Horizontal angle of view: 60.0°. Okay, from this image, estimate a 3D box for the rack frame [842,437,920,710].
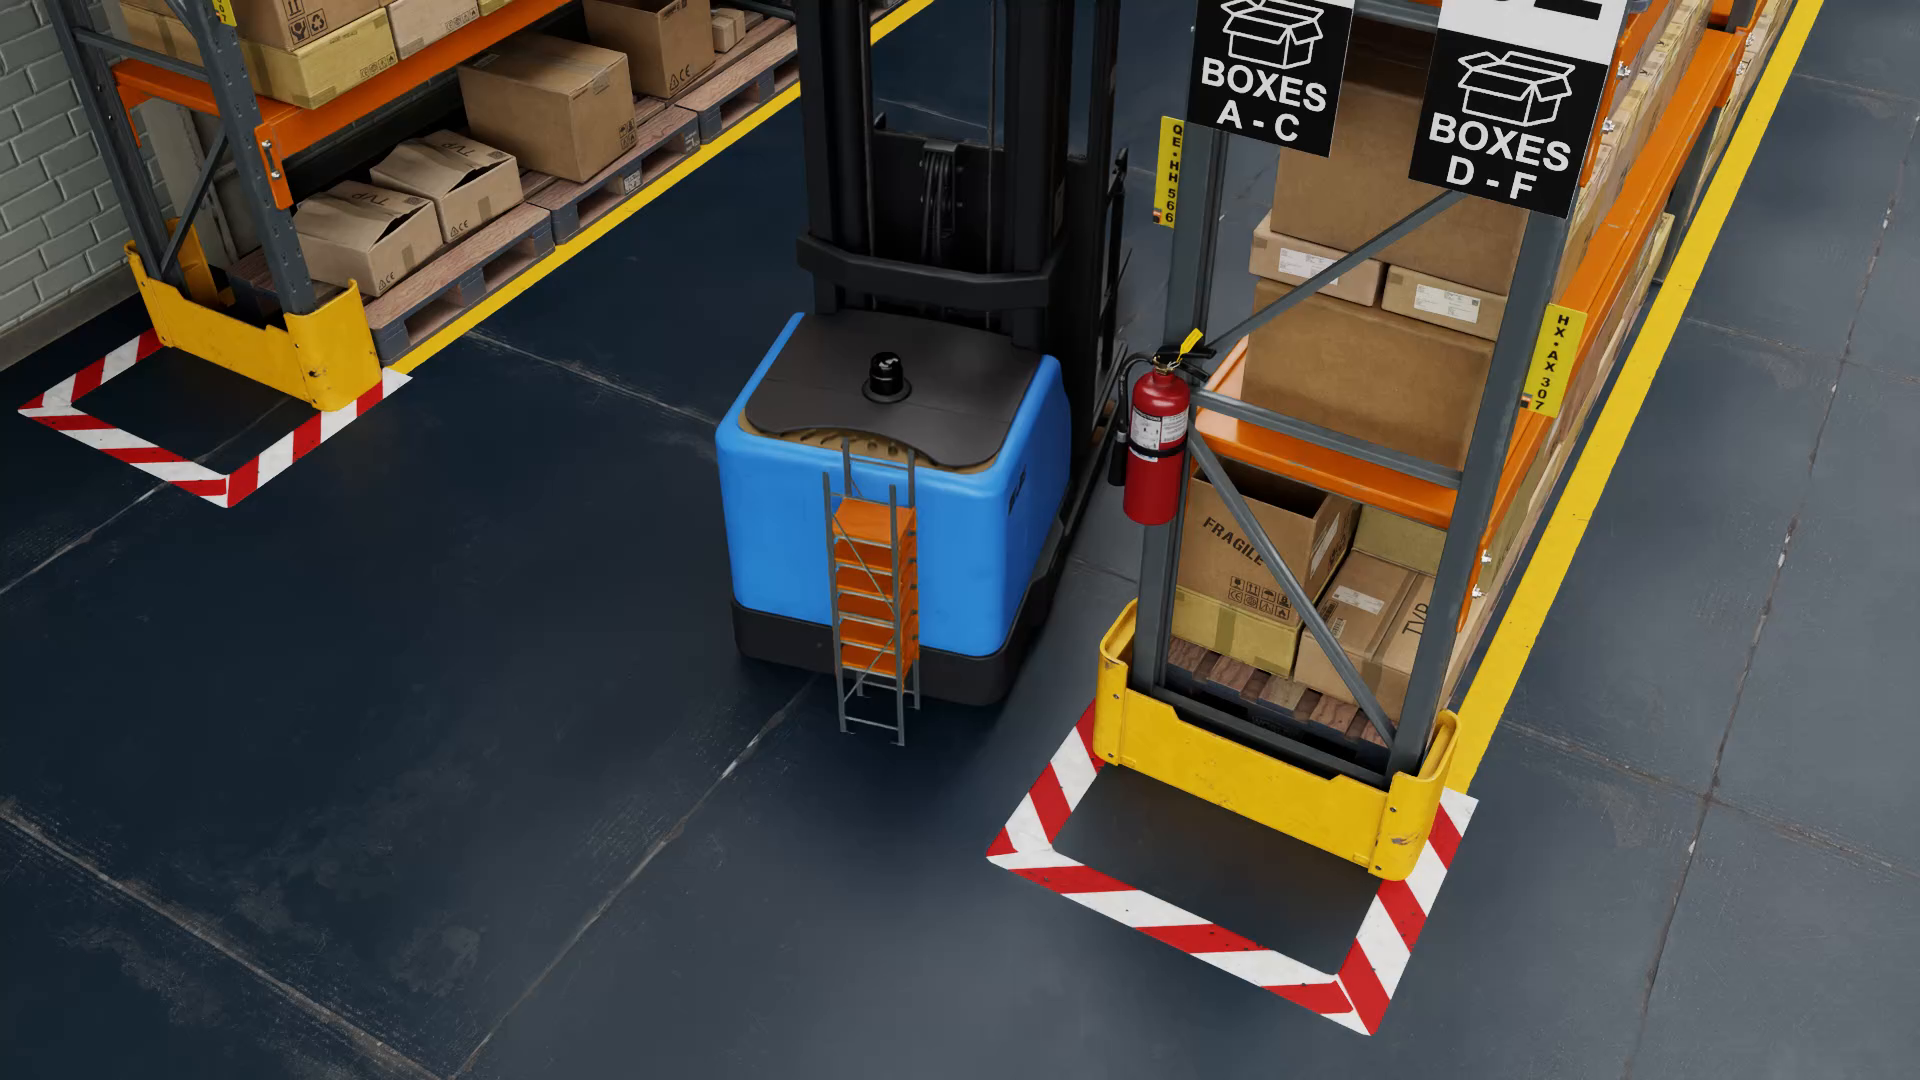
[{"bbox_3d":[-0.260,0.144,5.678,0.240,1.200,0.006,11,43,12],"label":"rack frame"}]

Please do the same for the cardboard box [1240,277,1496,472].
[{"bbox_3d":[1.295,-0.592,5.077,0.700,0.500,0.500,21,45,22],"label":"cardboard box"}]

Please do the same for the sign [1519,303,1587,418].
[{"bbox_3d":[1.528,-0.460,4.287,0.100,0.325,0.005,21,45,22],"label":"sign"}]

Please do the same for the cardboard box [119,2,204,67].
[{"bbox_3d":[-3.175,-2.211,7.089,0.500,0.250,0.500,22,46,23],"label":"cardboard box"}]

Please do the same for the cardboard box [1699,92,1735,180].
[{"bbox_3d":[3.474,-2.071,8.171,0.500,0.311,0.500,21,46,22],"label":"cardboard box"}]

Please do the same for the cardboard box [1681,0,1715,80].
[{"bbox_3d":[2.835,-2.362,7.087,0.700,0.500,0.500,20,45,21],"label":"cardboard box"}]

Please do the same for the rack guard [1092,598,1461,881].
[{"bbox_3d":[1.038,0.660,5.622,1.175,0.500,0.348,21,45,22],"label":"rack guard"}]

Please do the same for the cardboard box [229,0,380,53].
[{"bbox_3d":[-2.741,-2.335,6.662,0.500,0.500,0.500,21,46,22],"label":"cardboard box"}]

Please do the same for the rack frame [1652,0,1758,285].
[{"bbox_3d":[3.052,-2.581,7.411,1.000,3.000,0.127,21,45,22],"label":"rack frame"}]

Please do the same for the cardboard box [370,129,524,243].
[{"bbox_3d":[-2.531,-1.777,8.199,0.500,0.311,0.500,25,47,25],"label":"cardboard box"}]

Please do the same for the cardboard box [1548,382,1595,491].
[{"bbox_3d":[2.263,-0.509,6.821,0.500,0.250,0.500,21,45,22],"label":"cardboard box"}]

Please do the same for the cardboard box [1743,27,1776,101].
[{"bbox_3d":[4.237,-2.735,9.349,0.500,0.250,0.500,22,46,23],"label":"cardboard box"}]

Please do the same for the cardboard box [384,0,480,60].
[{"bbox_3d":[-2.474,-2.355,7.253,0.500,0.250,0.500,20,45,21],"label":"cardboard box"}]

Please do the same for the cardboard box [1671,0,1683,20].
[{"bbox_3d":[2.332,-2.273,6.005,0.700,0.500,0.500,21,45,22],"label":"cardboard box"}]

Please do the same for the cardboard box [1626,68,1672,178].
[{"bbox_3d":[2.322,-1.773,6.418,0.700,0.500,0.500,22,46,23],"label":"cardboard box"}]

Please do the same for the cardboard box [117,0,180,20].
[{"bbox_3d":[-3.189,-2.501,6.851,0.500,0.500,0.500,20,45,22],"label":"cardboard box"}]

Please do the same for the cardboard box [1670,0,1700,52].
[{"bbox_3d":[2.464,-1.909,6.082,0.380,0.149,0.250,22,46,23],"label":"cardboard box"}]

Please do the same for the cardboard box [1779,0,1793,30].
[{"bbox_3d":[4.746,-3.317,10.010,0.500,0.250,0.500,20,45,22],"label":"cardboard box"}]

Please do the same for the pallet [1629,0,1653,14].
[{"bbox_3d":[1.426,-1.781,4.299,1.003,0.211,1.213,21,45,22],"label":"pallet"}]

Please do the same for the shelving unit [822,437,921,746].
[{"bbox_3d":[-0.287,0.202,5.612,0.258,1.200,0.189,11,43,12],"label":"shelving unit"}]

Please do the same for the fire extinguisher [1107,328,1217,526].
[{"bbox_3d":[0.589,-0.349,4.935,0.296,0.674,0.183,21,45,22],"label":"fire extinguisher"}]

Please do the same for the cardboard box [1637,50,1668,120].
[{"bbox_3d":[2.203,-1.606,5.737,0.380,0.149,0.250,21,46,22],"label":"cardboard box"}]

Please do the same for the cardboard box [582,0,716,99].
[{"bbox_3d":[-1.724,-2.837,9.260,0.500,0.500,0.500,18,44,19],"label":"cardboard box"}]

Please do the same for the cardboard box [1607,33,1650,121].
[{"bbox_3d":[1.831,-1.701,5.355,0.700,0.500,0.500,21,46,22],"label":"cardboard box"}]

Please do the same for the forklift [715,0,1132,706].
[{"bbox_3d":[0.072,-1.490,6.225,1.130,2.935,3.031,11,43,12],"label":"forklift"}]

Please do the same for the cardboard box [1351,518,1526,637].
[{"bbox_3d":[1.758,0.062,6.173,0.500,0.250,0.500,21,45,22],"label":"cardboard box"}]

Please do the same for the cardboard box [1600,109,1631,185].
[{"bbox_3d":[1.948,-1.318,5.410,0.380,0.149,0.250,19,45,21],"label":"cardboard box"}]

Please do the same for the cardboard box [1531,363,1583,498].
[{"bbox_3d":[1.999,-0.509,6.254,0.500,0.500,0.500,21,45,22],"label":"cardboard box"}]

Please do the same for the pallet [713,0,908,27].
[{"bbox_3d":[-0.851,-3.616,10.697,1.003,0.211,1.213,21,45,22],"label":"pallet"}]

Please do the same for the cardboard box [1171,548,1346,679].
[{"bbox_3d":[1.063,0.178,6.041,0.500,0.250,0.500,21,45,22],"label":"cardboard box"}]

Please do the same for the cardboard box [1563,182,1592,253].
[{"bbox_3d":[1.689,-1.021,5.073,0.380,0.149,0.250,21,46,22],"label":"cardboard box"}]

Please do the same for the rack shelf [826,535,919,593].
[{"bbox_3d":[-0.287,0.055,5.483,0.258,0.103,0.180,11,43,12],"label":"rack shelf"}]

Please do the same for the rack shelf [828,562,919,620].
[{"bbox_3d":[-0.287,0.146,5.563,0.258,0.103,0.180,11,43,12],"label":"rack shelf"}]

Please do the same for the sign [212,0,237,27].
[{"bbox_3d":[-2.771,-2.074,6.180,0.100,0.325,0.005,21,45,22],"label":"sign"}]

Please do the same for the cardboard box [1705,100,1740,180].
[{"bbox_3d":[3.725,-2.147,8.682,0.500,0.250,0.500,22,46,23],"label":"cardboard box"}]

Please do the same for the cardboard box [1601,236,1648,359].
[{"bbox_3d":[2.502,-1.081,6.903,0.500,0.500,0.500,21,45,22],"label":"cardboard box"}]

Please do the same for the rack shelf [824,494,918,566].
[{"bbox_3d":[-0.287,-0.035,5.404,0.258,0.103,0.180,11,43,12],"label":"rack shelf"}]

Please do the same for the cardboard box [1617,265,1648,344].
[{"bbox_3d":[2.750,-1.086,7.476,0.500,0.250,0.500,21,45,22],"label":"cardboard box"}]

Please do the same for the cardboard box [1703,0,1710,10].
[{"bbox_3d":[2.716,-2.193,6.404,0.380,0.149,0.250,21,45,22],"label":"cardboard box"}]

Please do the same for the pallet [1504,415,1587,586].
[{"bbox_3d":[2.008,-0.392,7.036,1.003,0.211,1.213,21,45,22],"label":"pallet"}]

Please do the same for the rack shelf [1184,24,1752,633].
[{"bbox_3d":[2.051,-1.166,6.349,1.077,0.370,4.000,21,45,22],"label":"rack shelf"}]

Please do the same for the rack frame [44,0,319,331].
[{"bbox_3d":[-3.241,-1.928,6.670,1.000,3.000,0.127,21,45,22],"label":"rack frame"}]

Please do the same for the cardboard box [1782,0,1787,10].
[{"bbox_3d":[4.495,-3.237,9.495,0.500,0.311,0.500,21,45,22],"label":"cardboard box"}]

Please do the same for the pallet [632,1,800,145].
[{"bbox_3d":[-1.544,-2.774,9.741,1.003,0.211,1.213,21,45,22],"label":"pallet"}]

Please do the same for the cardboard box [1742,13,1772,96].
[{"bbox_3d":[3.987,-2.652,8.831,0.500,0.311,0.500,19,45,21],"label":"cardboard box"}]

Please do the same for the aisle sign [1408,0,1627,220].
[{"bbox_3d":[1.282,-1.129,3.795,0.394,0.787,0.004,21,45,22],"label":"aisle sign"}]

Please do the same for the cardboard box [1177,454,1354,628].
[{"bbox_3d":[1.061,-0.104,5.794,0.500,0.500,0.500,21,45,22],"label":"cardboard box"}]

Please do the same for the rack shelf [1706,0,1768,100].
[{"bbox_3d":[4.053,-3.455,8.948,1.077,0.370,4.000,21,45,22],"label":"rack shelf"}]

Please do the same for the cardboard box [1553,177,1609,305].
[{"bbox_3d":[1.807,-1.177,5.741,0.700,0.500,0.500,21,46,22],"label":"cardboard box"}]
